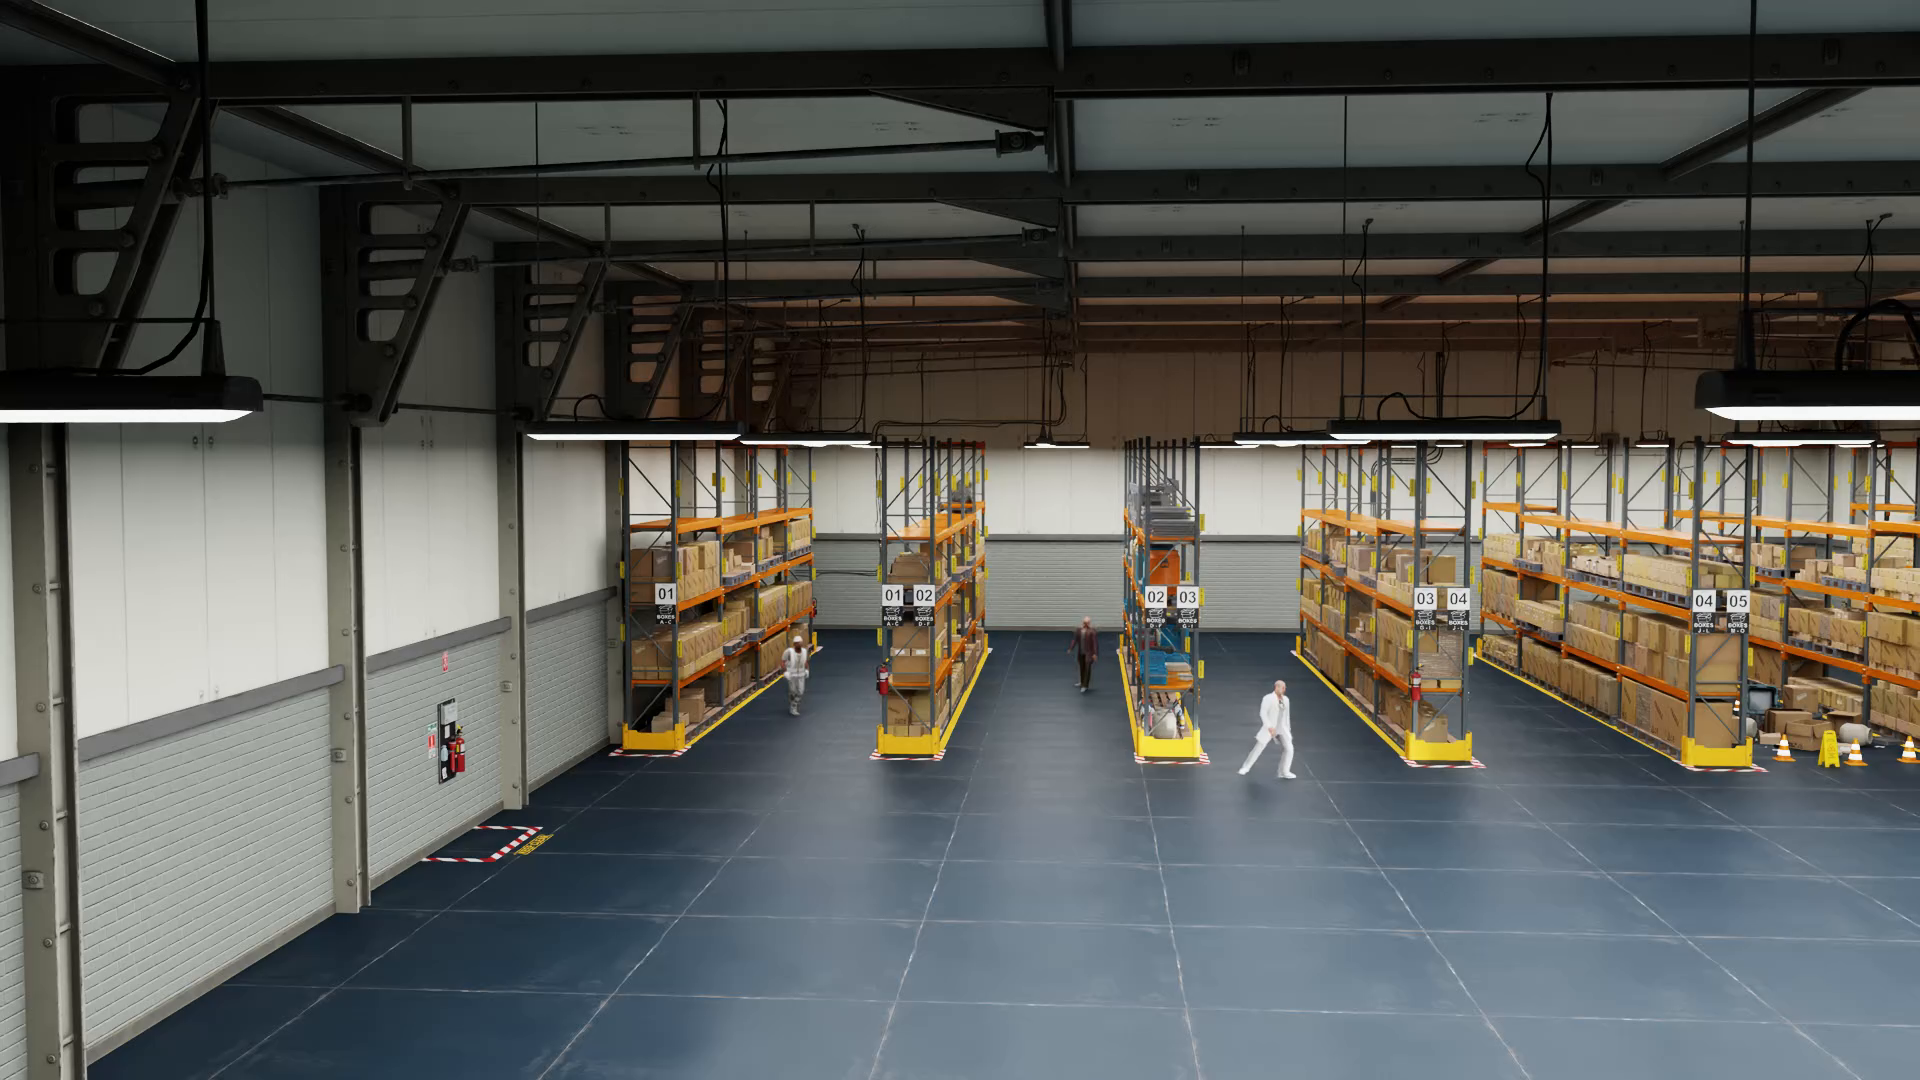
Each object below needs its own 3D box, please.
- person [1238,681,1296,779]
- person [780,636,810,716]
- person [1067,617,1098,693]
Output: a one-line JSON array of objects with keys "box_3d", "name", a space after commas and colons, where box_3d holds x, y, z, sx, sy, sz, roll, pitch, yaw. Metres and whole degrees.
[{"box_3d": [5.370, 3.304, 29.110, 0.907, 1.714, 0.789, -1, 3, -20], "name": "person"}, {"box_3d": [-3.585, 2.935, 36.125, 0.681, 1.722, 0.587, -1, 3, -24], "name": "person"}, {"box_3d": [2.967, 2.722, 39.787, 0.767, 1.774, 0.826, 2, 4, 38], "name": "person"}]
